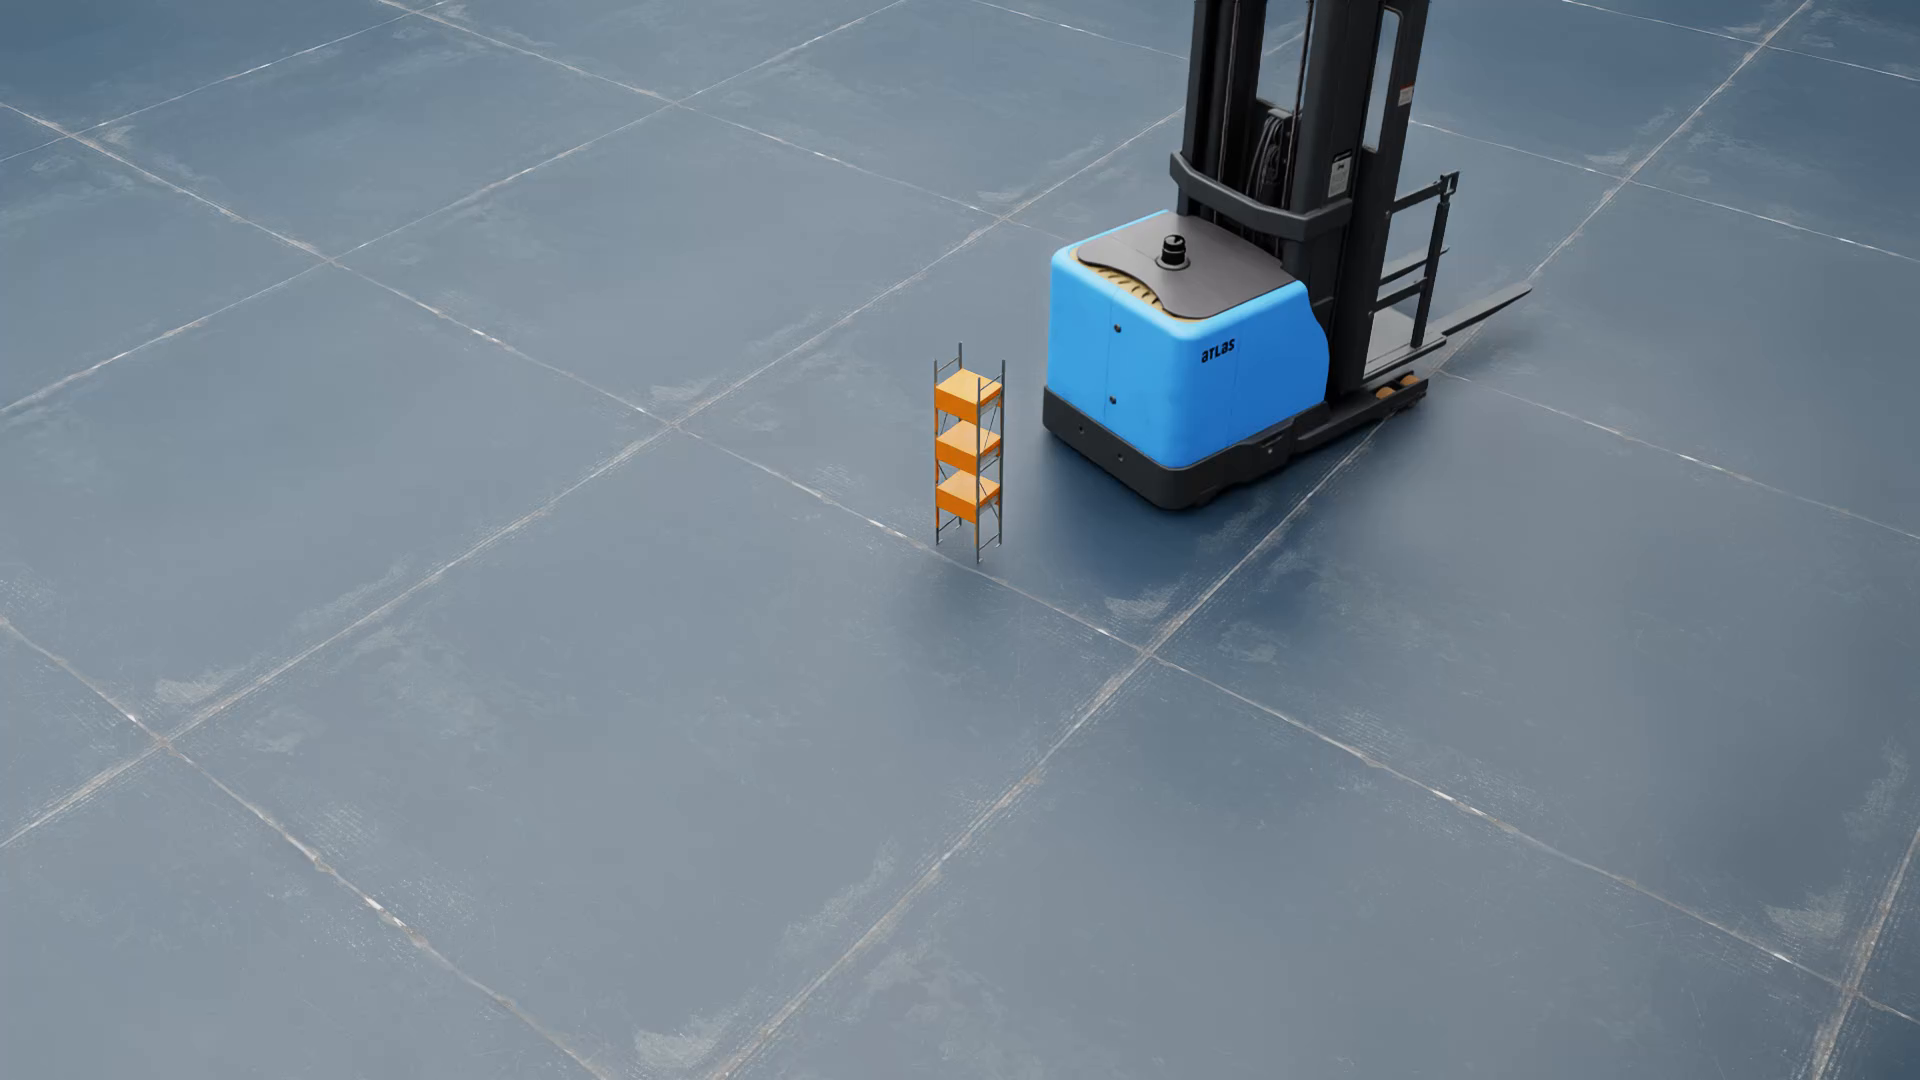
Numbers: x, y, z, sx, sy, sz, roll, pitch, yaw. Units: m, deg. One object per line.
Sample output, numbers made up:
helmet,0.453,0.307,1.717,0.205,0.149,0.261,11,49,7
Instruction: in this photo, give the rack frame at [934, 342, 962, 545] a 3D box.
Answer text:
rack frame,-0.054,-0.439,7.820,0.008,1.050,0.200,25,45,29

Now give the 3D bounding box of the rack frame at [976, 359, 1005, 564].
rack frame,0.139,-0.348,7.703,0.008,1.050,0.200,25,45,29

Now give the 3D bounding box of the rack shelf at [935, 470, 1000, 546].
rack shelf,0.042,-0.166,7.939,0.240,0.259,0.215,25,45,29

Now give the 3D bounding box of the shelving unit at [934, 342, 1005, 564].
shelving unit,0.042,-0.393,7.762,0.252,1.050,0.215,25,45,29

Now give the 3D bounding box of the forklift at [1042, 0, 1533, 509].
forklift,1.915,-2.043,8.343,3.031,2.935,1.130,-25,45,-29

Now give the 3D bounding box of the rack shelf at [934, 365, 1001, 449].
rack shelf,0.042,-0.608,7.593,0.240,0.259,0.215,25,45,29

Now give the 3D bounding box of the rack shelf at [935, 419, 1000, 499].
rack shelf,0.042,-0.385,7.768,0.240,0.259,0.215,25,45,29
